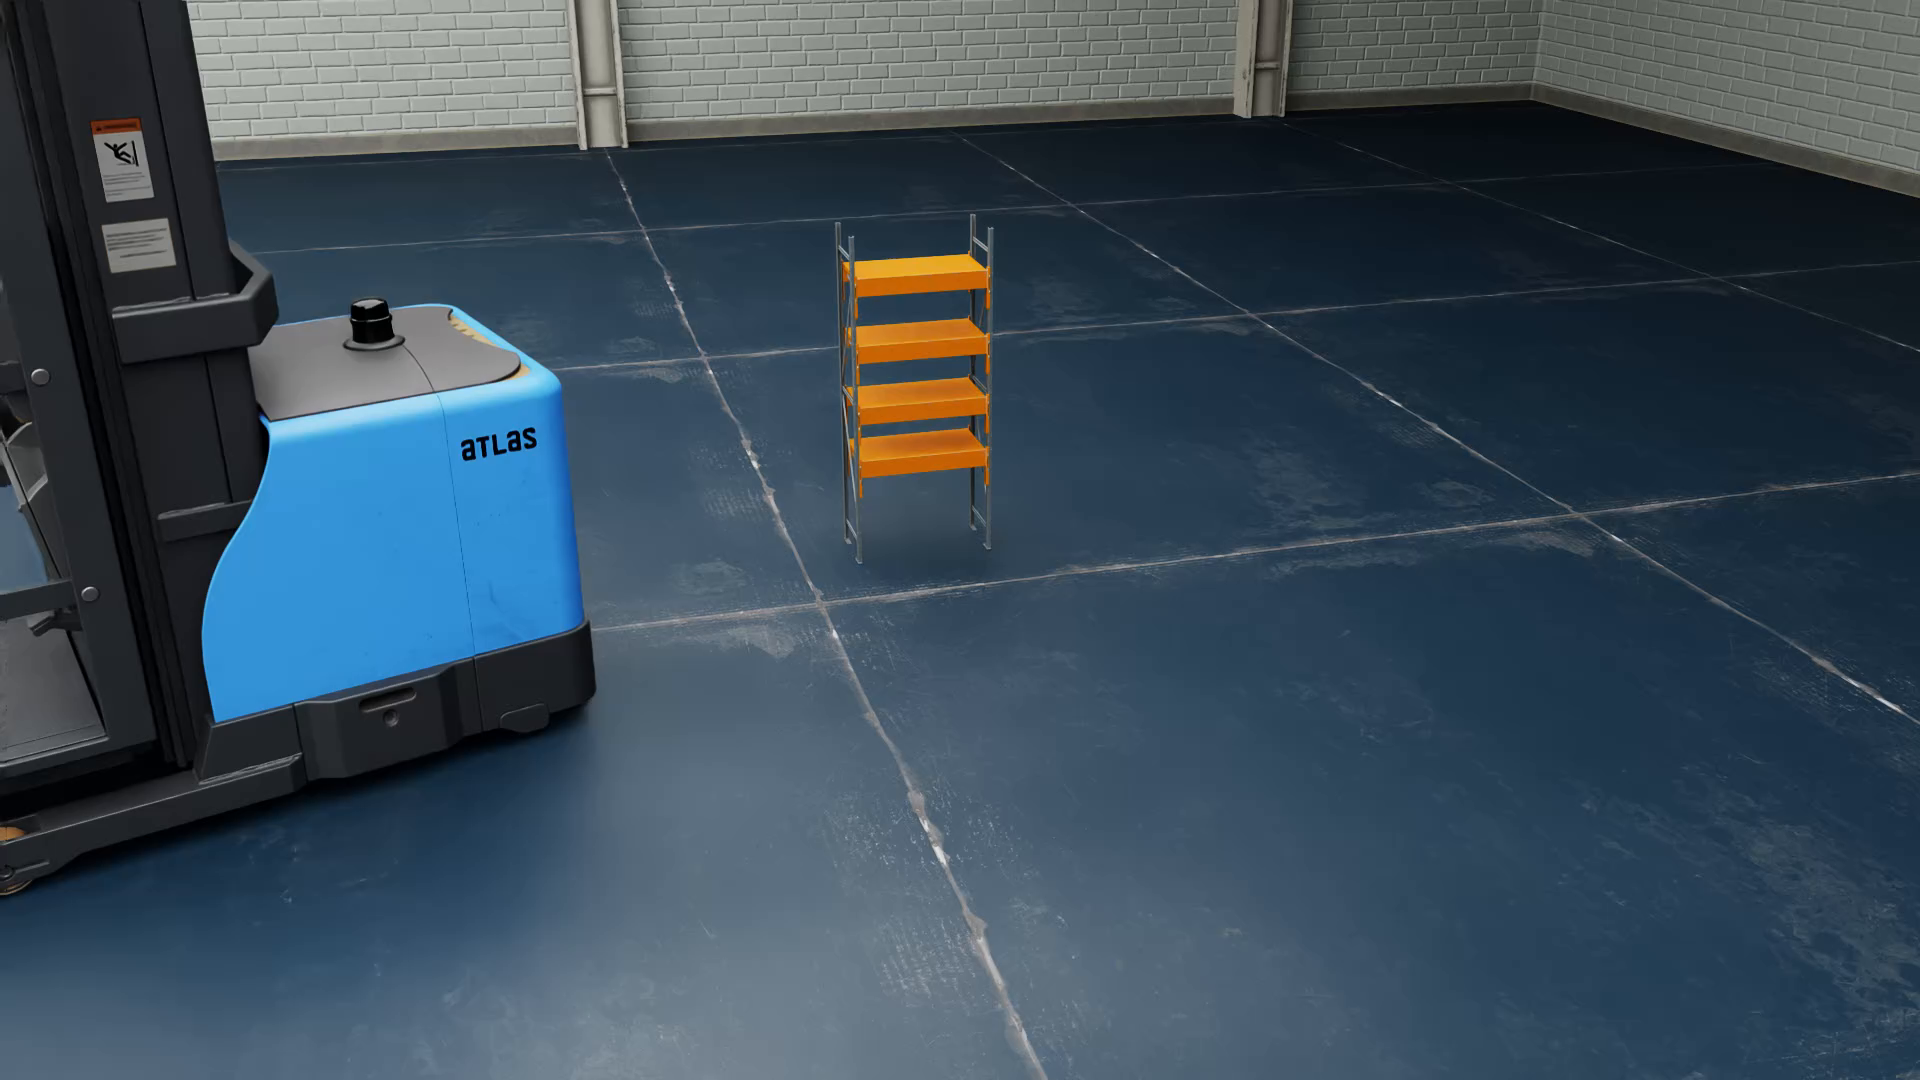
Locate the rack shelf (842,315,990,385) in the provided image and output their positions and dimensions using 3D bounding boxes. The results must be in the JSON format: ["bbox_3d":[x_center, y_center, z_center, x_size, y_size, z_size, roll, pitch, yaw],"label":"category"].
[{"bbox_3d":[-0.159,-0.677,5.911,0.480,0.148,0.258,-6,24,-14],"label":"rack shelf"}]

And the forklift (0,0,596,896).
[{"bbox_3d":[-2.605,-0.651,4.050,3.031,2.935,1.130,-15,27,-31],"label":"forklift"}]

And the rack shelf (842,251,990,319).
[{"bbox_3d":[-0.159,-0.895,5.817,0.480,0.148,0.258,-6,24,-14],"label":"rack shelf"}]

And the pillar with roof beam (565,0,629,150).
[{"bbox_3d":[-1.837,-5.819,8.400,0.400,9.000,9.100,-6,24,-14],"label":"pillar with roof beam"}]

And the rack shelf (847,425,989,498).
[{"bbox_3d":[-0.159,-0.289,6.077,0.480,0.148,0.258,-6,24,-14],"label":"rack shelf"}]

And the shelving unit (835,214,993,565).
[{"bbox_3d":[-0.159,-0.534,5.972,0.503,1.200,0.258,-6,24,-14],"label":"shelving unit"}]

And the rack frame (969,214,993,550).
[{"bbox_3d":[0.076,-0.560,6.033,0.015,1.200,0.240,-6,24,-14],"label":"rack frame"}]

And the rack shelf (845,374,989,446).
[{"bbox_3d":[-0.159,-0.472,5.999,0.480,0.148,0.258,-6,24,-14],"label":"rack shelf"}]

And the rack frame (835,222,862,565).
[{"bbox_3d":[-0.394,-0.508,5.912,0.015,1.200,0.240,-6,24,-14],"label":"rack frame"}]

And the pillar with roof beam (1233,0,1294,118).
[{"bbox_3d":[3.940,-6.459,9.890,0.400,9.000,9.100,-6,24,-14],"label":"pillar with roof beam"}]
